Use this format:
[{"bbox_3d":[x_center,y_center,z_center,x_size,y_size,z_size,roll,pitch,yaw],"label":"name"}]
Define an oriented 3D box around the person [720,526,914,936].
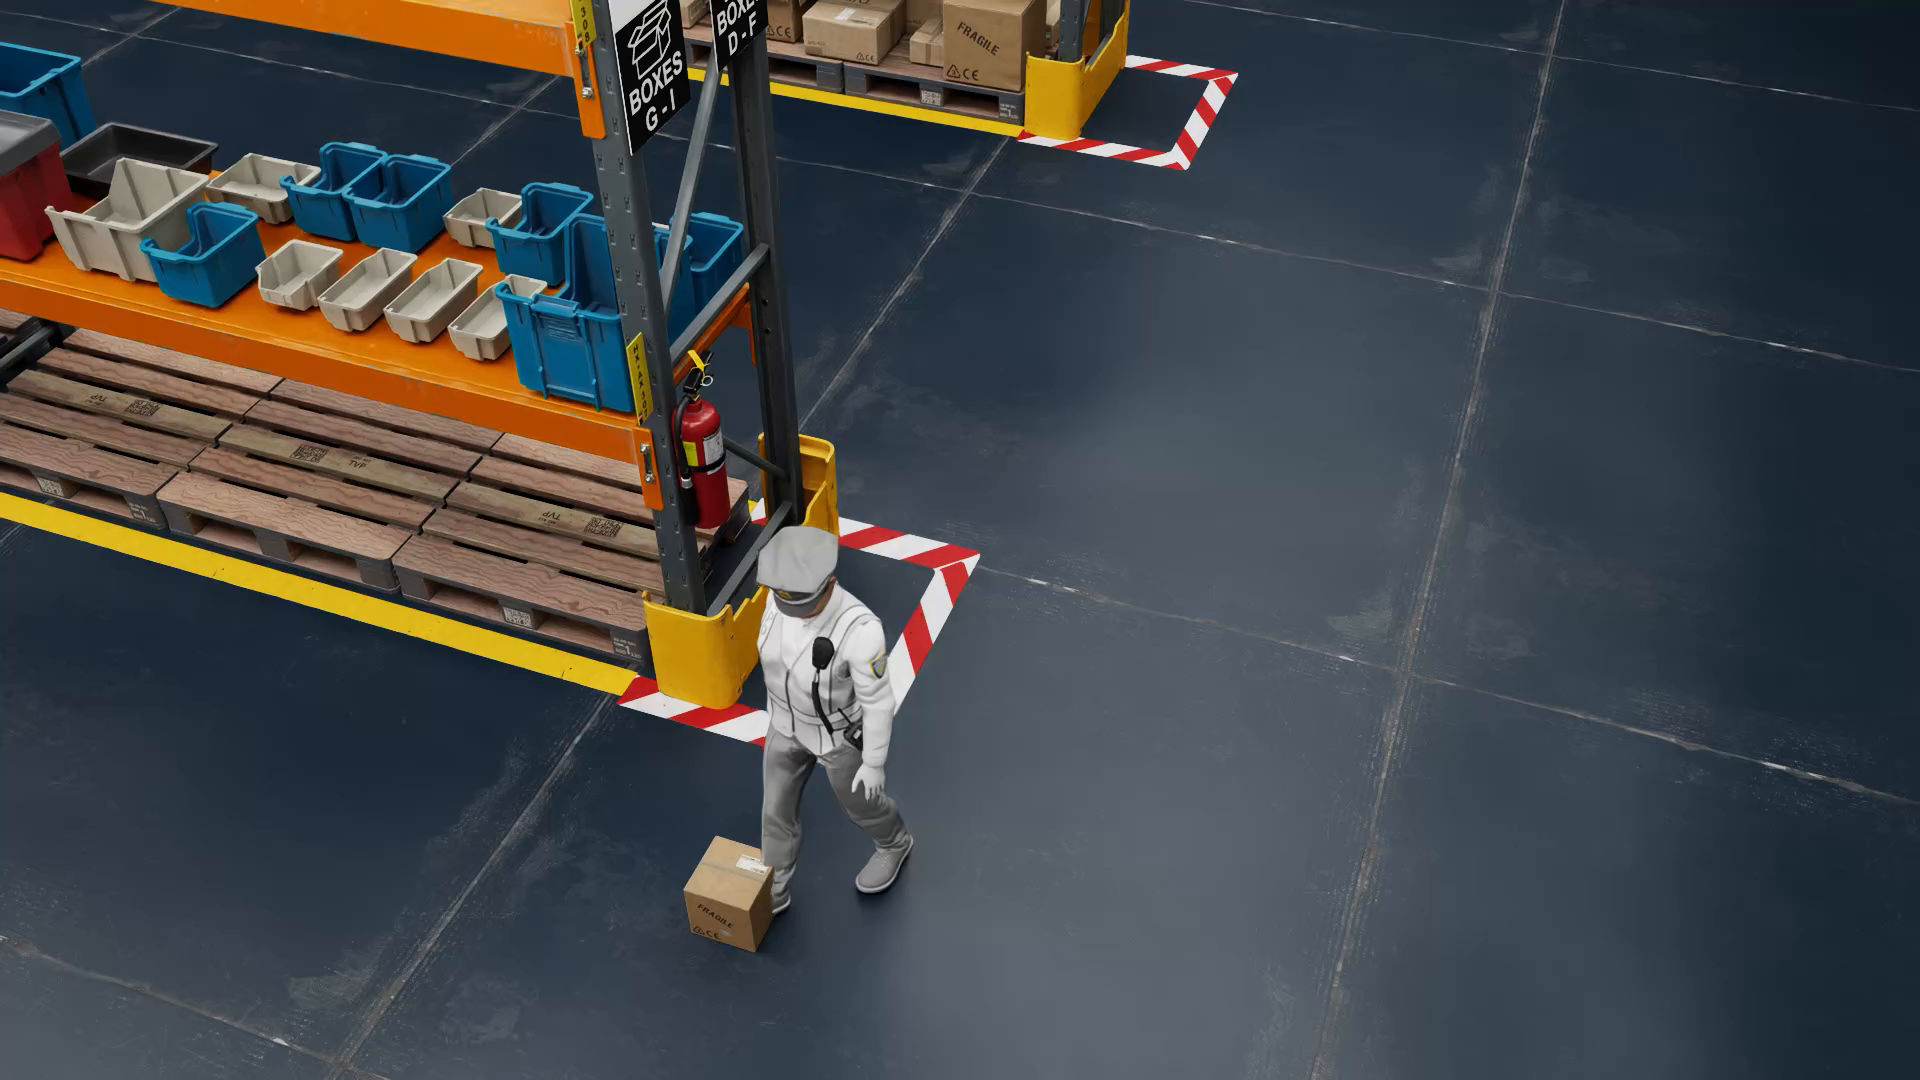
[{"bbox_3d":[-0.488,0.659,5.400,0.524,1.640,0.722,28,49,28],"label":"person"}]
